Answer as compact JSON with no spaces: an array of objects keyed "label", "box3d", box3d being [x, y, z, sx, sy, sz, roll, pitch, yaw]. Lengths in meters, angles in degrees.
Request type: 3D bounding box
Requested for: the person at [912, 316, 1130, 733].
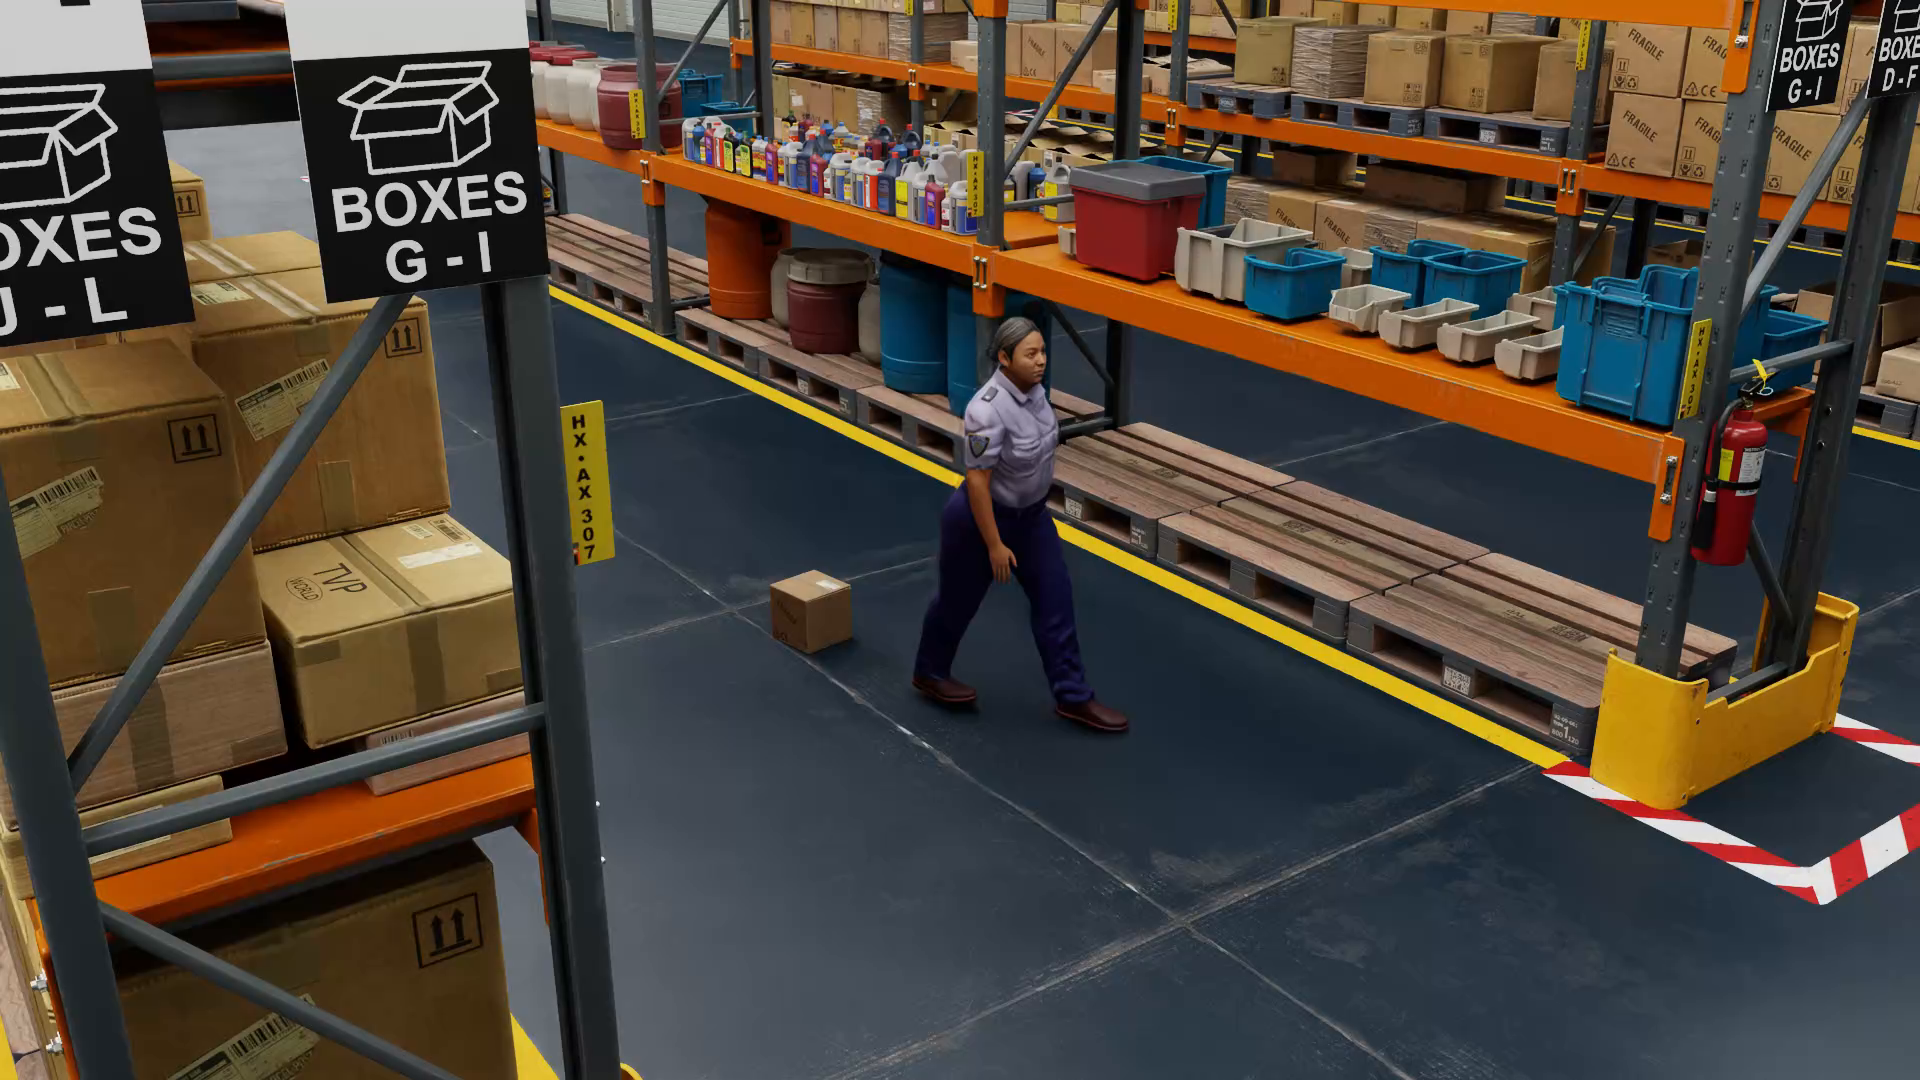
[{"label":"person","box3d":[0.187,-0.057,6.242,0.892,1.603,0.506,16,26,34]}]
